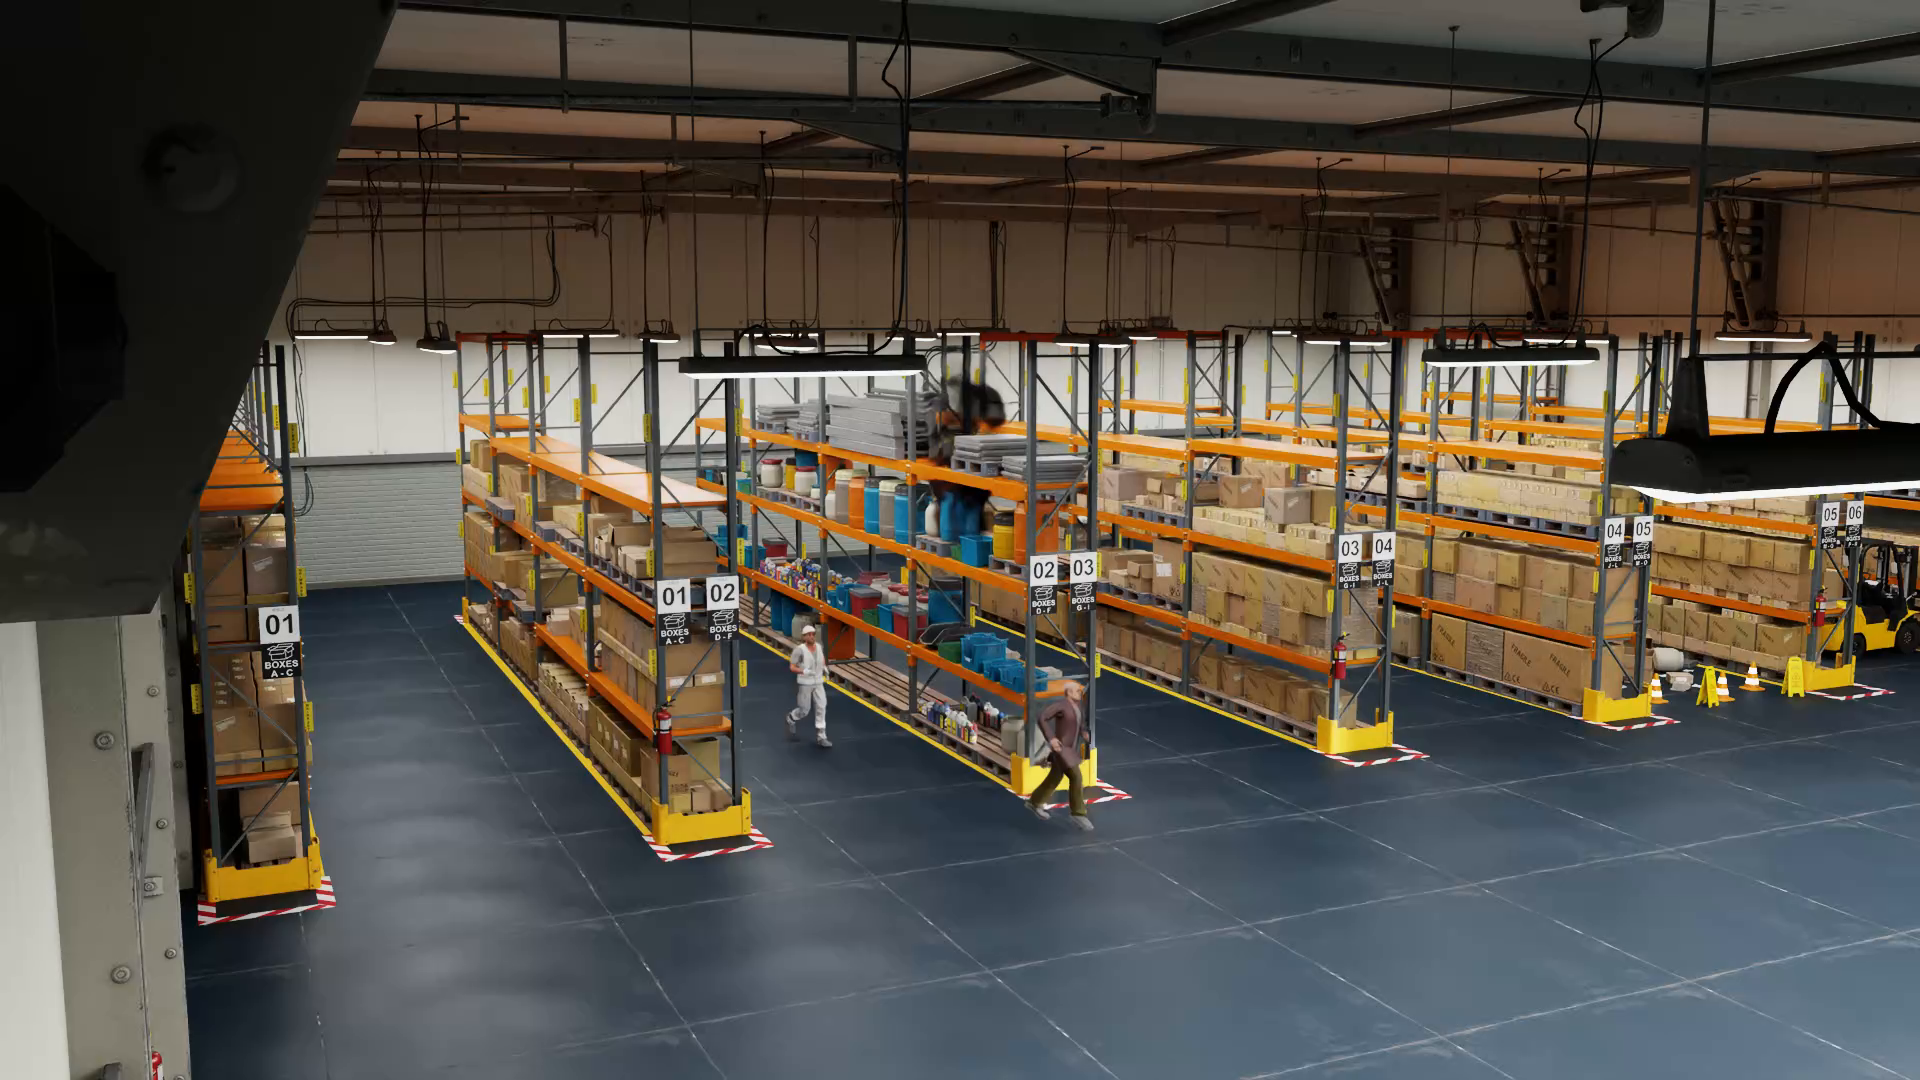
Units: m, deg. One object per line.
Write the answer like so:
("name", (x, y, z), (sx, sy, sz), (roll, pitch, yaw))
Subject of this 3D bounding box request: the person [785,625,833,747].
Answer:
("person", (-2.194, 2.134, 24.599), (0.680, 1.751, 1.031), (-5, 9, -34))

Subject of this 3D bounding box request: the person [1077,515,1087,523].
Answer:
("person", (3.123, -0.112, 41.817), (0.767, 1.714, 0.780), (-2, 8, -16))

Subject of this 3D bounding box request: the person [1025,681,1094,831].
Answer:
("person", (1.312, 2.653, 20.868), (0.983, 1.781, 0.711), (3, 8, 23))
